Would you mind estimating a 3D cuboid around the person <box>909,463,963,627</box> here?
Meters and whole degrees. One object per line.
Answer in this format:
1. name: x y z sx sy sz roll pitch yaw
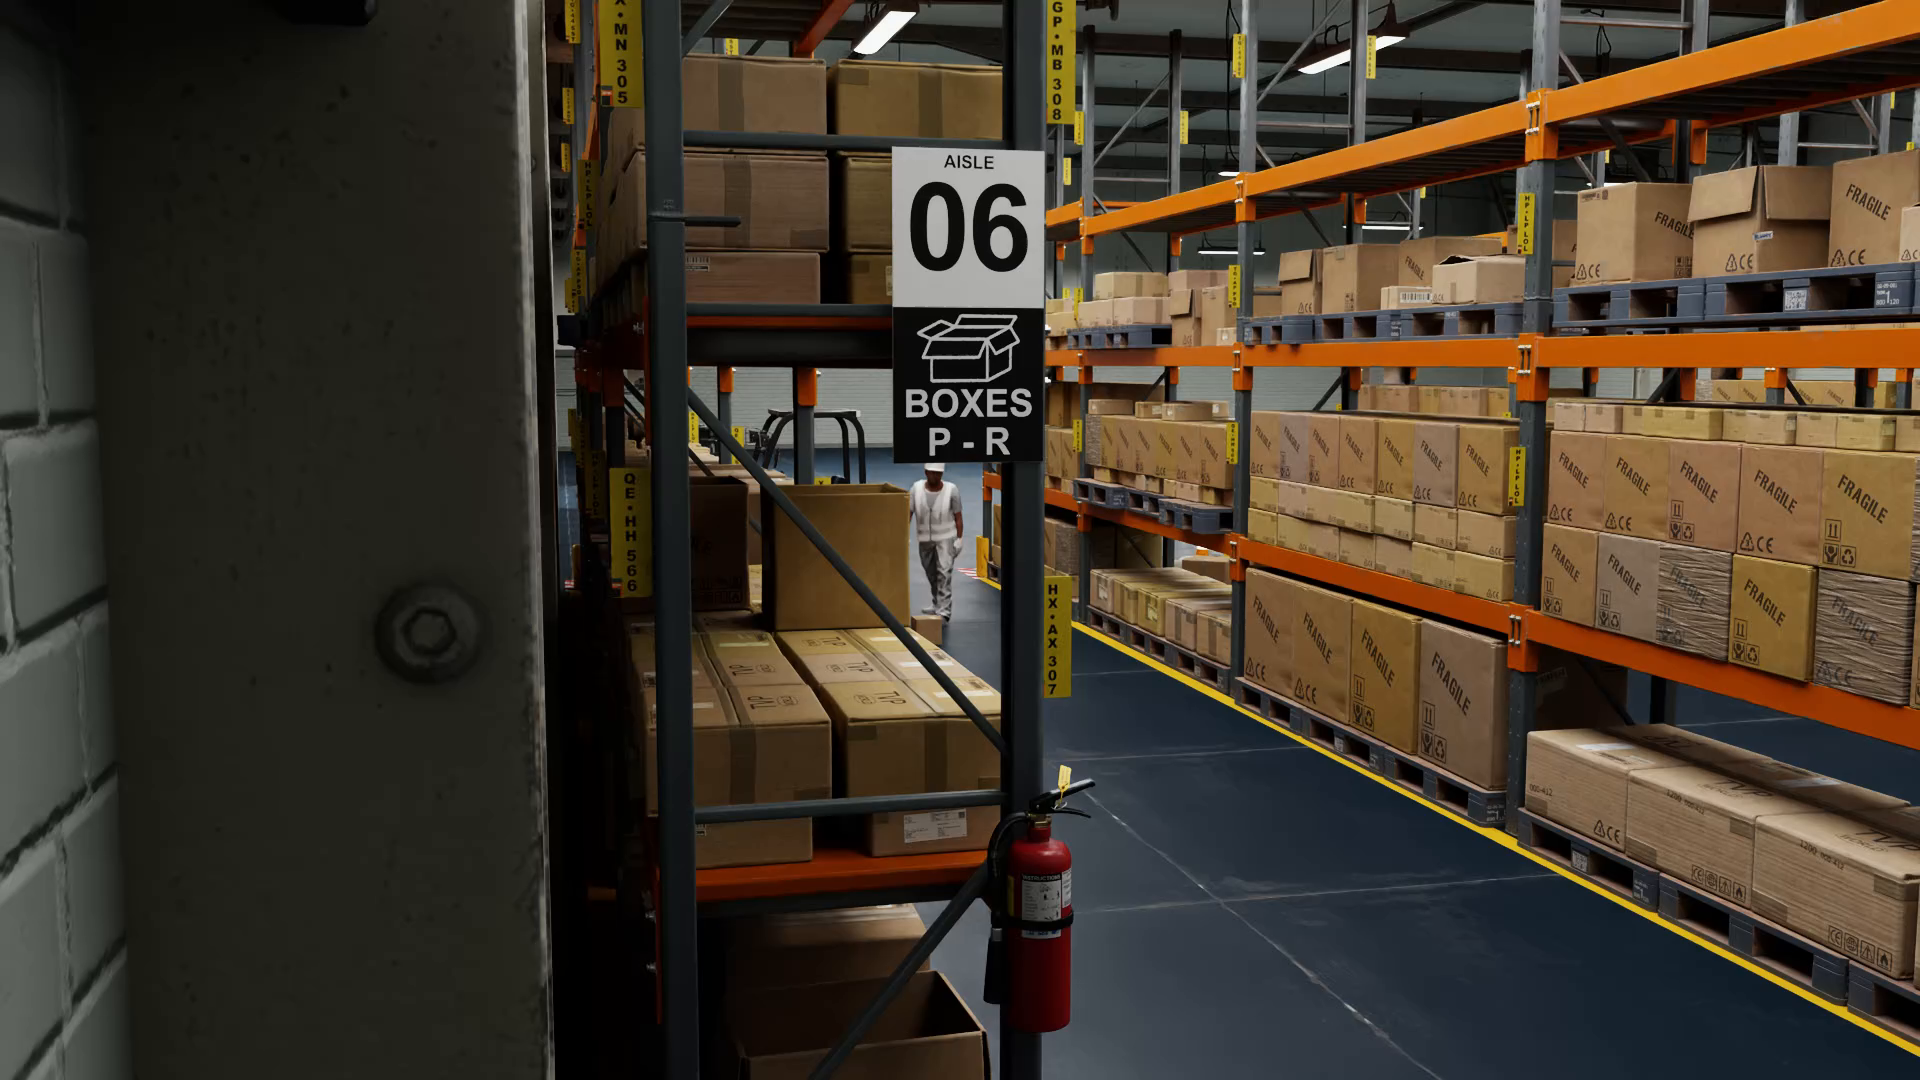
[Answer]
1. person: -0.263 -0.007 17.004 0.556 1.721 1.003 2 7 22
